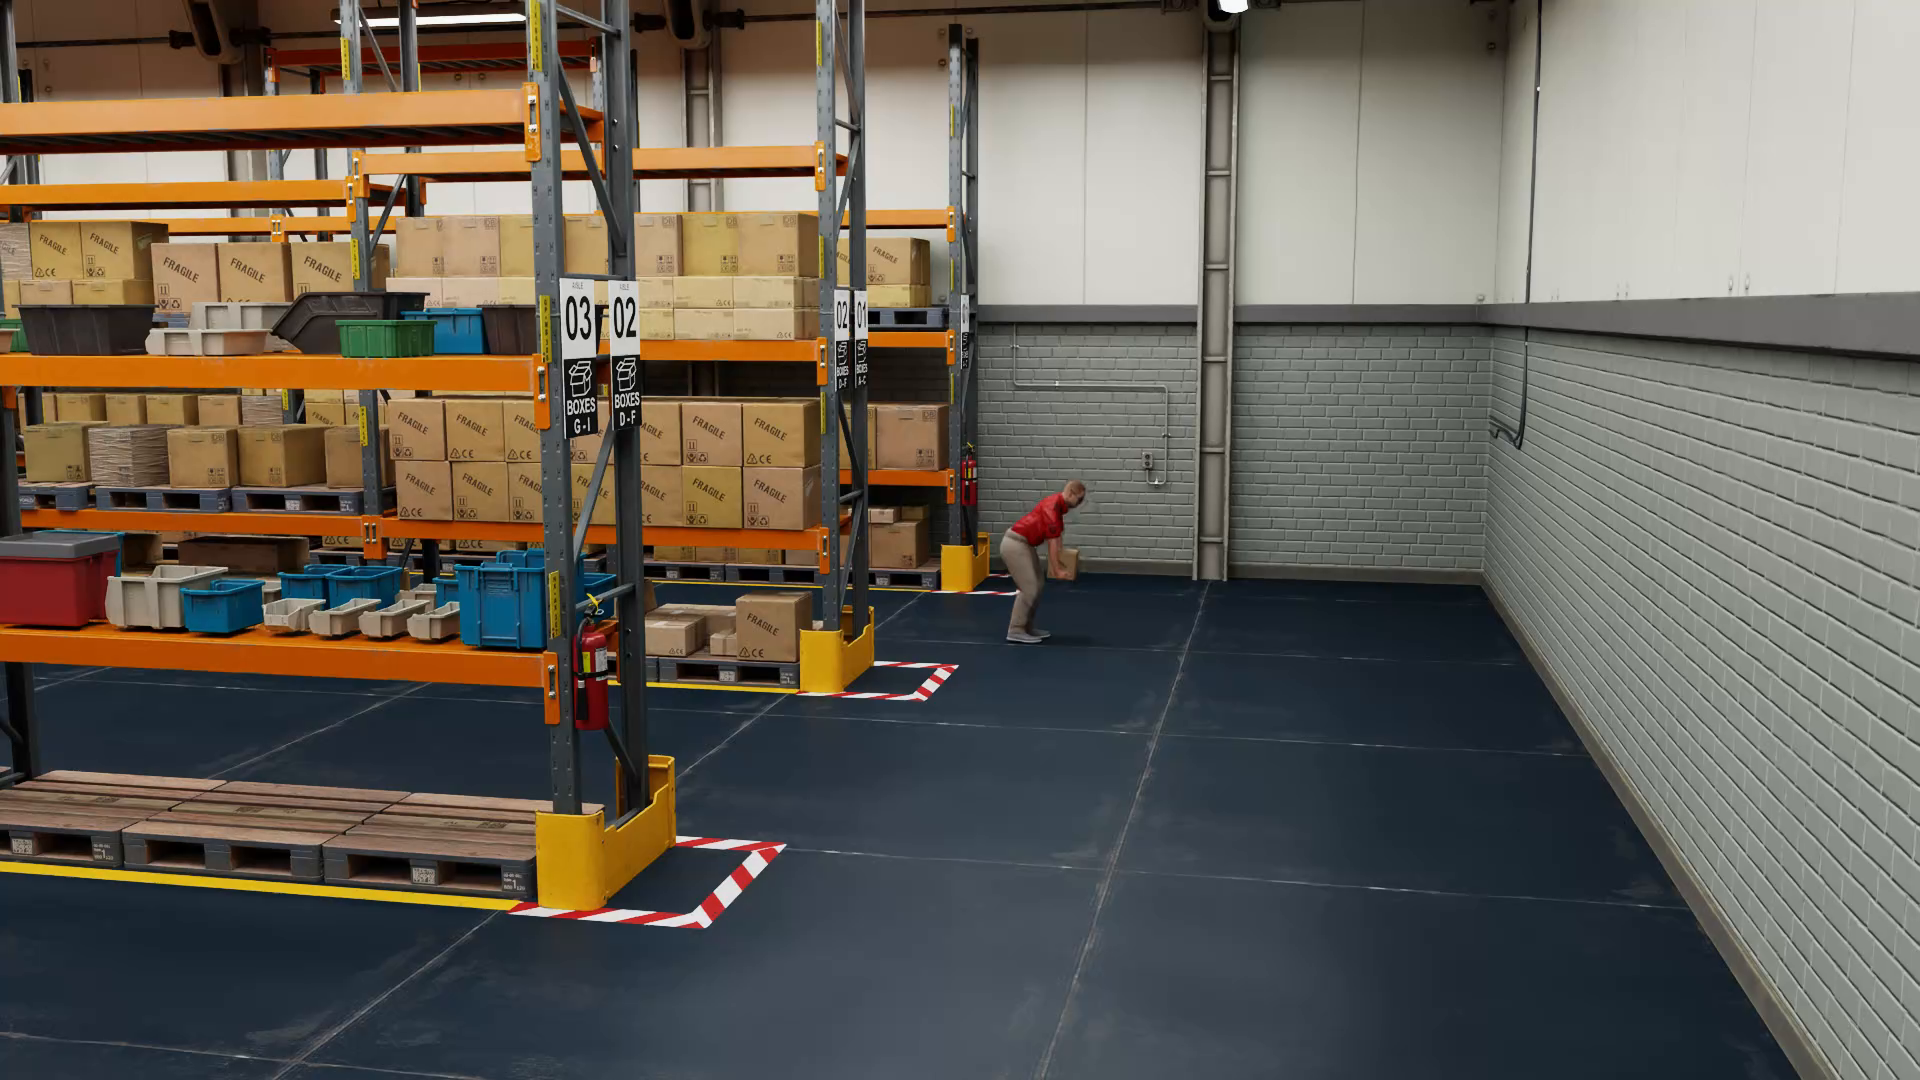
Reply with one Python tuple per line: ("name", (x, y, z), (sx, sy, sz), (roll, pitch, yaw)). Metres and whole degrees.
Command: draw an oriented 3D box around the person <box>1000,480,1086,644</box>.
("person", (0.766, 0.189, 15.363), (0.779, 1.501, 0.486), (1, 8, 10))
